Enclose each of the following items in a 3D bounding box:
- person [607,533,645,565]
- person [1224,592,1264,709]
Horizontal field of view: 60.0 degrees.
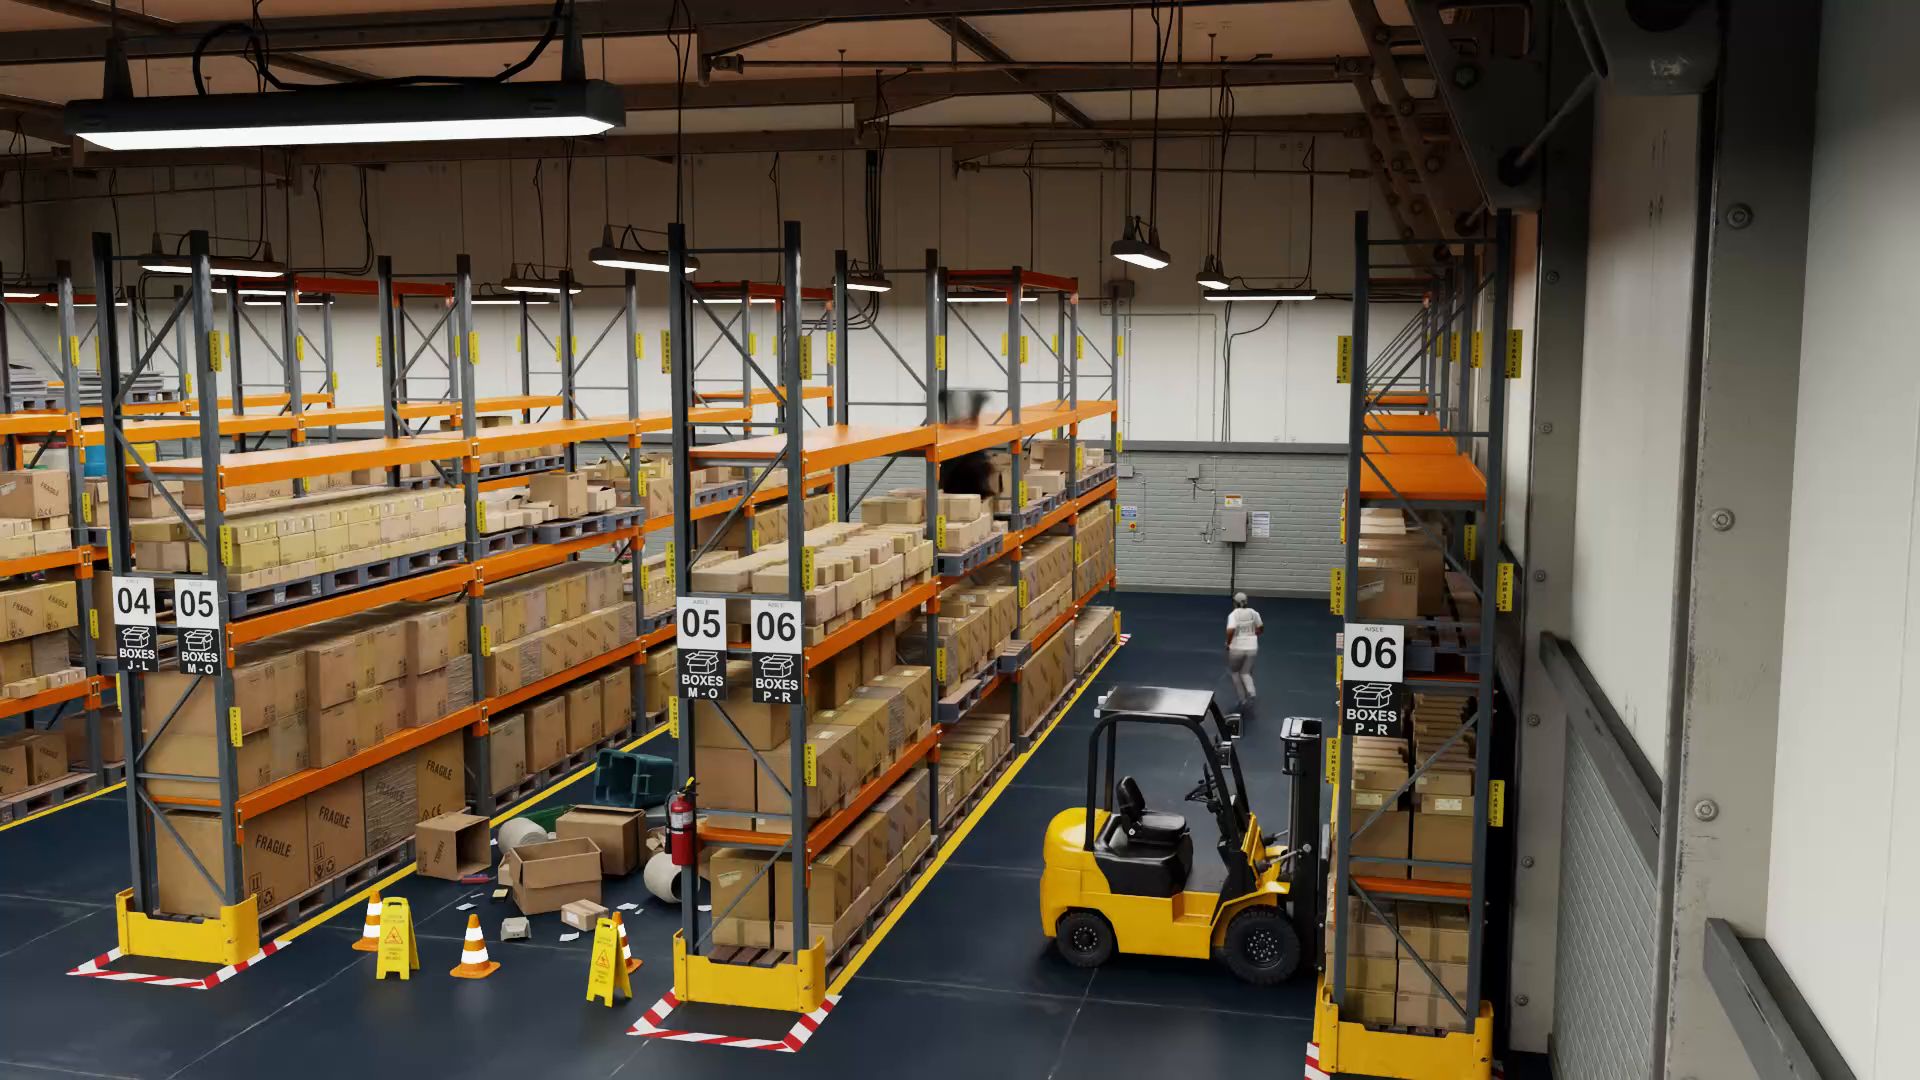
[{"bbox_3d":[-6.479,0.411,32.362,0.695,1.645,0.960,1,7,5],"label":"person"},{"bbox_3d":[3.974,1.554,23.126,0.597,1.635,0.665,-1,7,-12],"label":"person"}]
